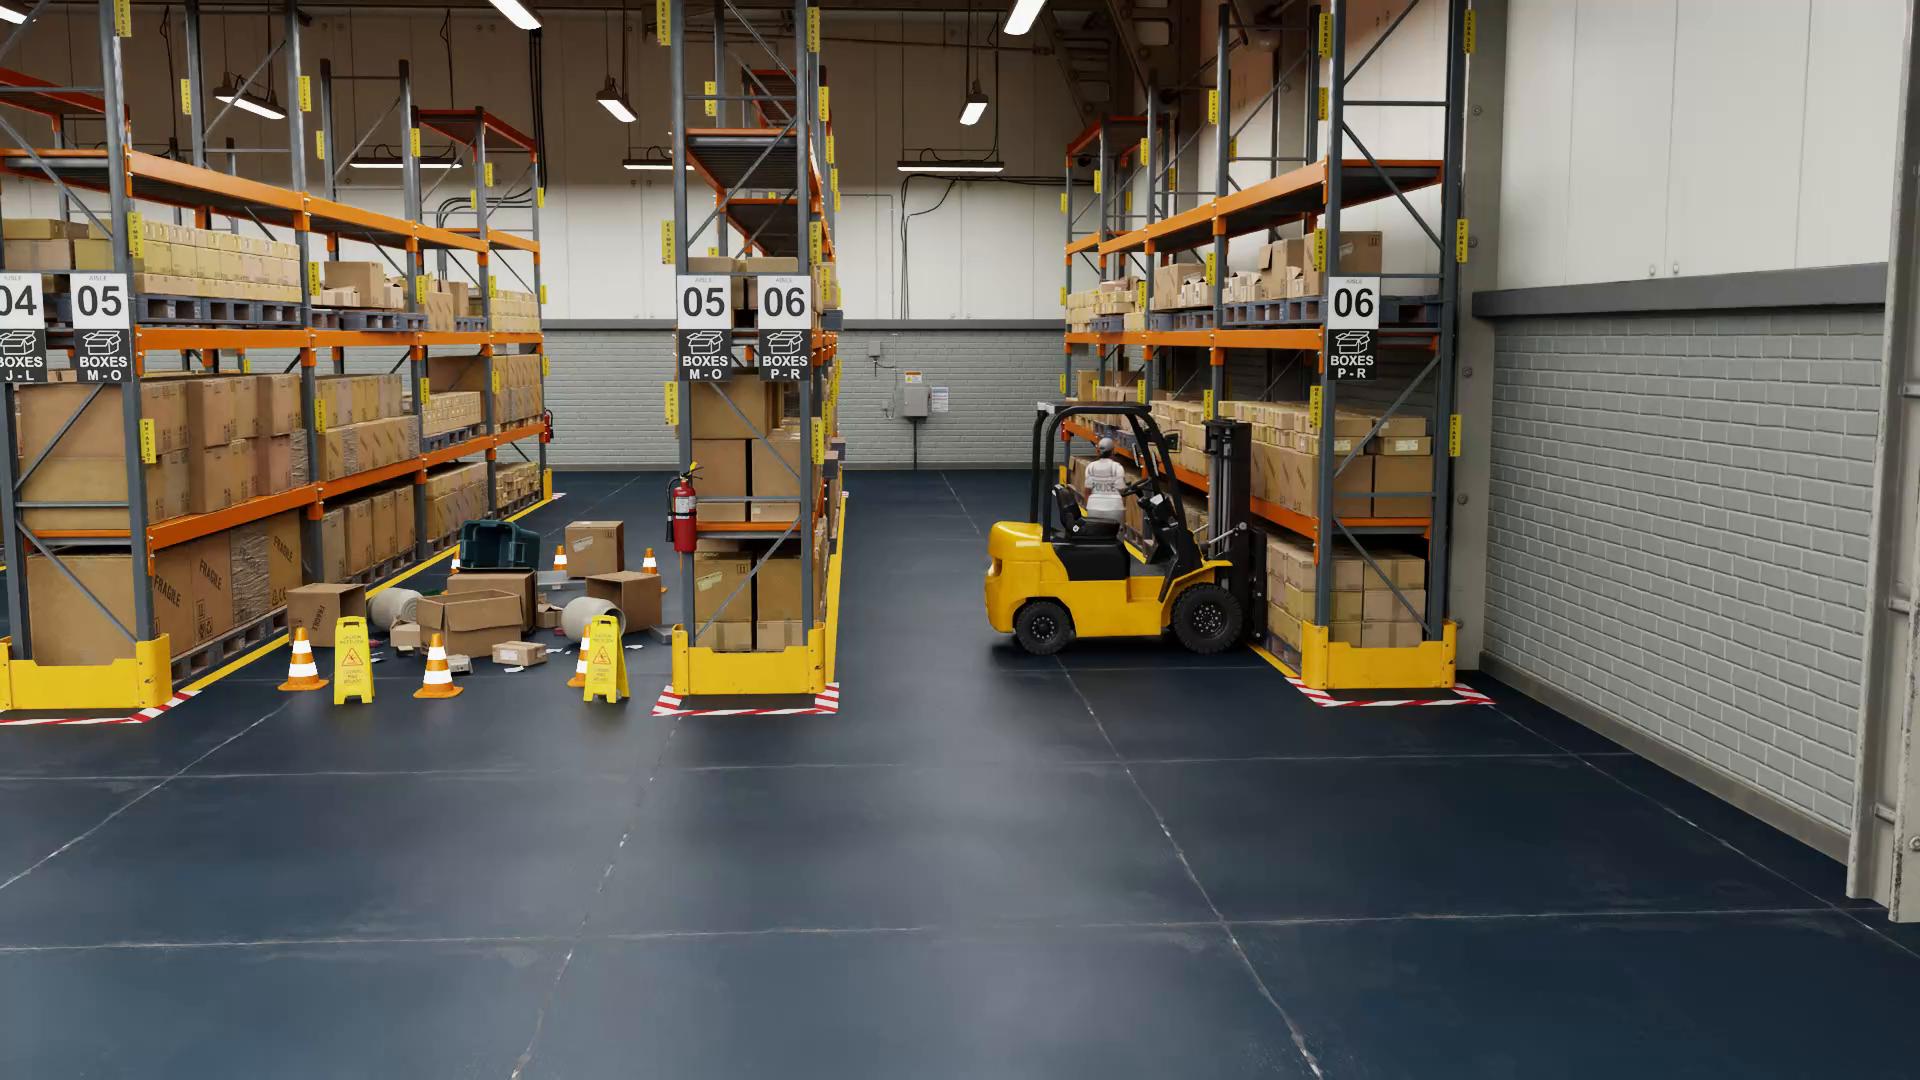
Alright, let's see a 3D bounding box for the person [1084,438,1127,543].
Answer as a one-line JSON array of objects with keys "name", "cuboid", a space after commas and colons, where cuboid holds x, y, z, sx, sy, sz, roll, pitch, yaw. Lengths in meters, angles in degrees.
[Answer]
[{"name": "person", "cuboid": [1.592, -0.269, 17.947, 0.488, 1.668, 0.395, 3, 7, 20]}]
